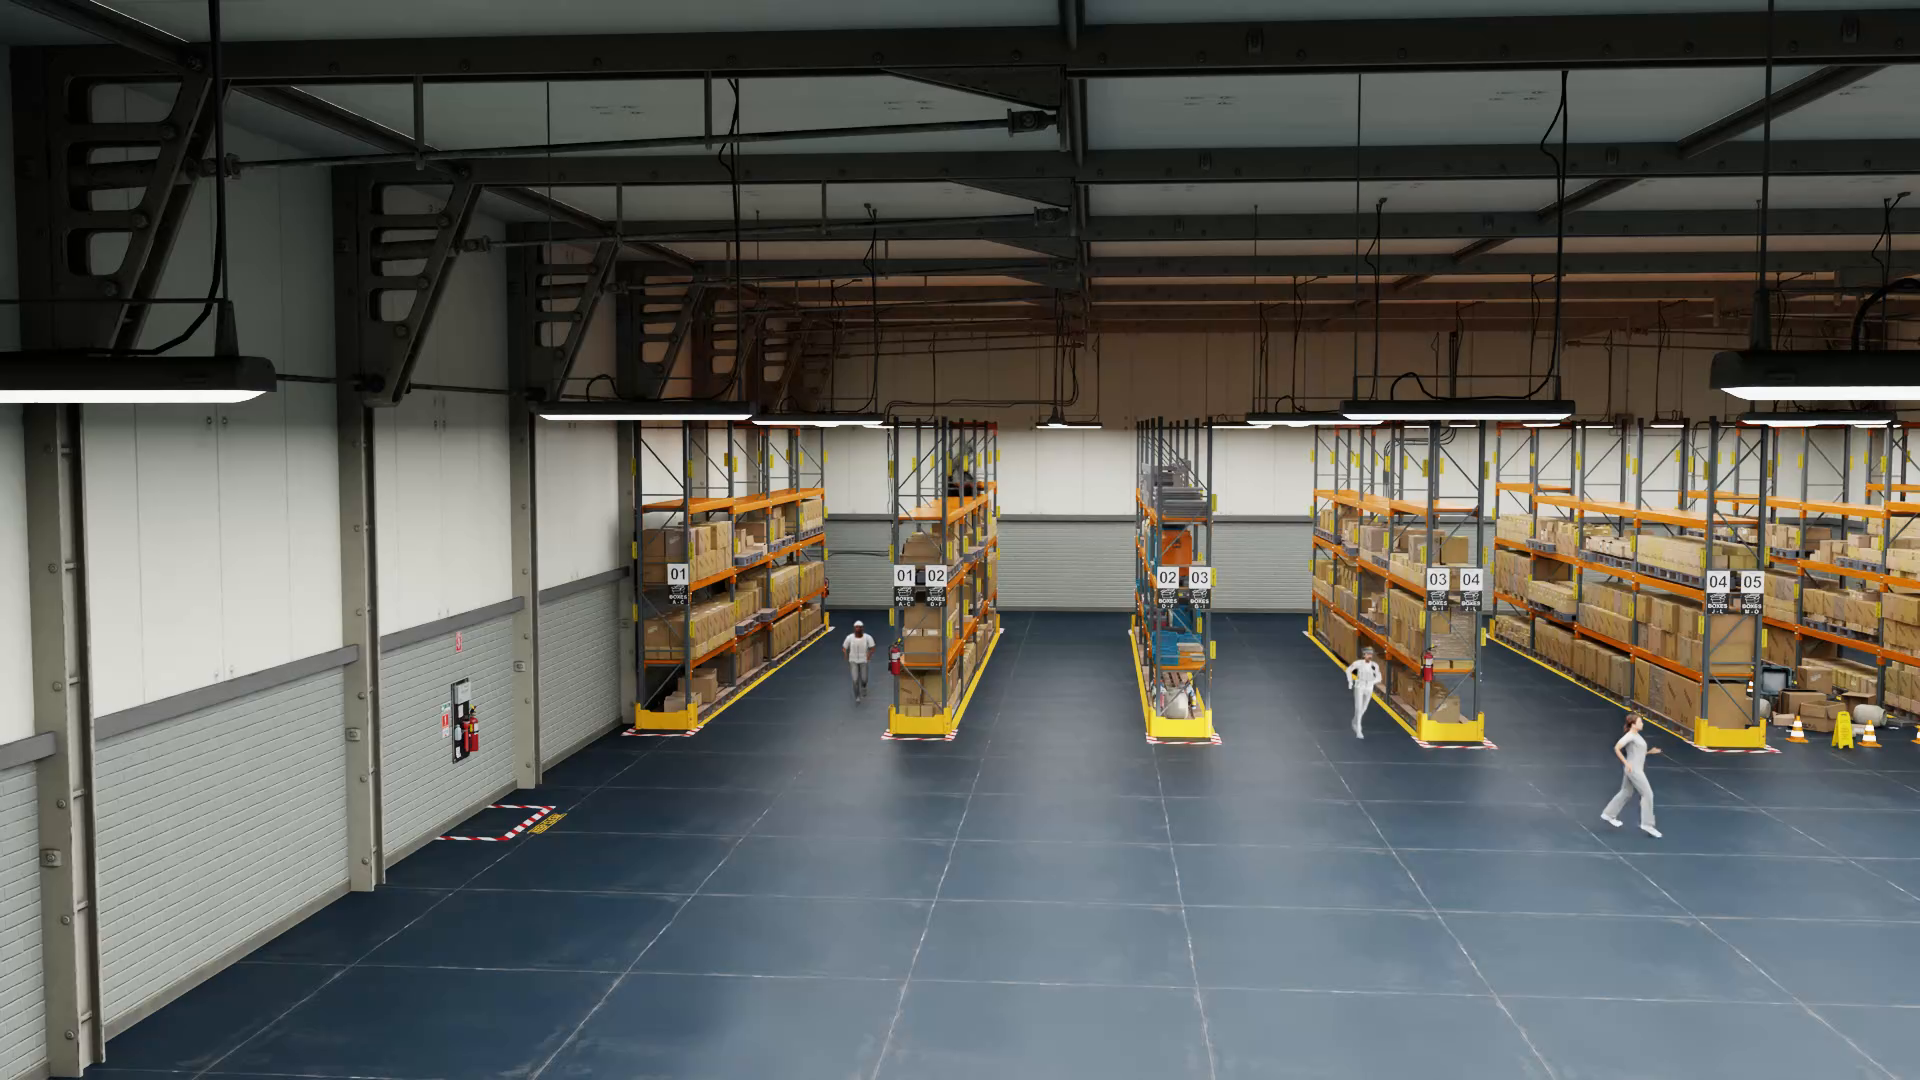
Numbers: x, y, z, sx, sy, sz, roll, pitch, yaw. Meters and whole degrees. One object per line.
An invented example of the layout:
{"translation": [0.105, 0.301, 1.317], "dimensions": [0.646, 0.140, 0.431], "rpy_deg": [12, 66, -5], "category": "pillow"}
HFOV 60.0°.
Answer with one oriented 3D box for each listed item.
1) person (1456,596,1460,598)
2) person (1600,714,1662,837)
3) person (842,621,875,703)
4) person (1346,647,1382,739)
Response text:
{"translation": [13.490, 1.823, 46.485], "dimensions": [0.922, 1.726, 0.722], "rpy_deg": [3, 5, 36], "category": "person"}
{"translation": [9.578, 3.326, 23.693], "dimensions": [0.830, 1.715, 0.541], "rpy_deg": [2, 4, 25], "category": "person"}
{"translation": [-2.153, 2.566, 35.186], "dimensions": [0.690, 1.719, 0.625], "rpy_deg": [0, 4, -1], "category": "person"}
{"translation": [7.619, 2.852, 31.336], "dimensions": [0.635, 1.716, 0.835], "rpy_deg": [0, 4, -2], "category": "person"}
